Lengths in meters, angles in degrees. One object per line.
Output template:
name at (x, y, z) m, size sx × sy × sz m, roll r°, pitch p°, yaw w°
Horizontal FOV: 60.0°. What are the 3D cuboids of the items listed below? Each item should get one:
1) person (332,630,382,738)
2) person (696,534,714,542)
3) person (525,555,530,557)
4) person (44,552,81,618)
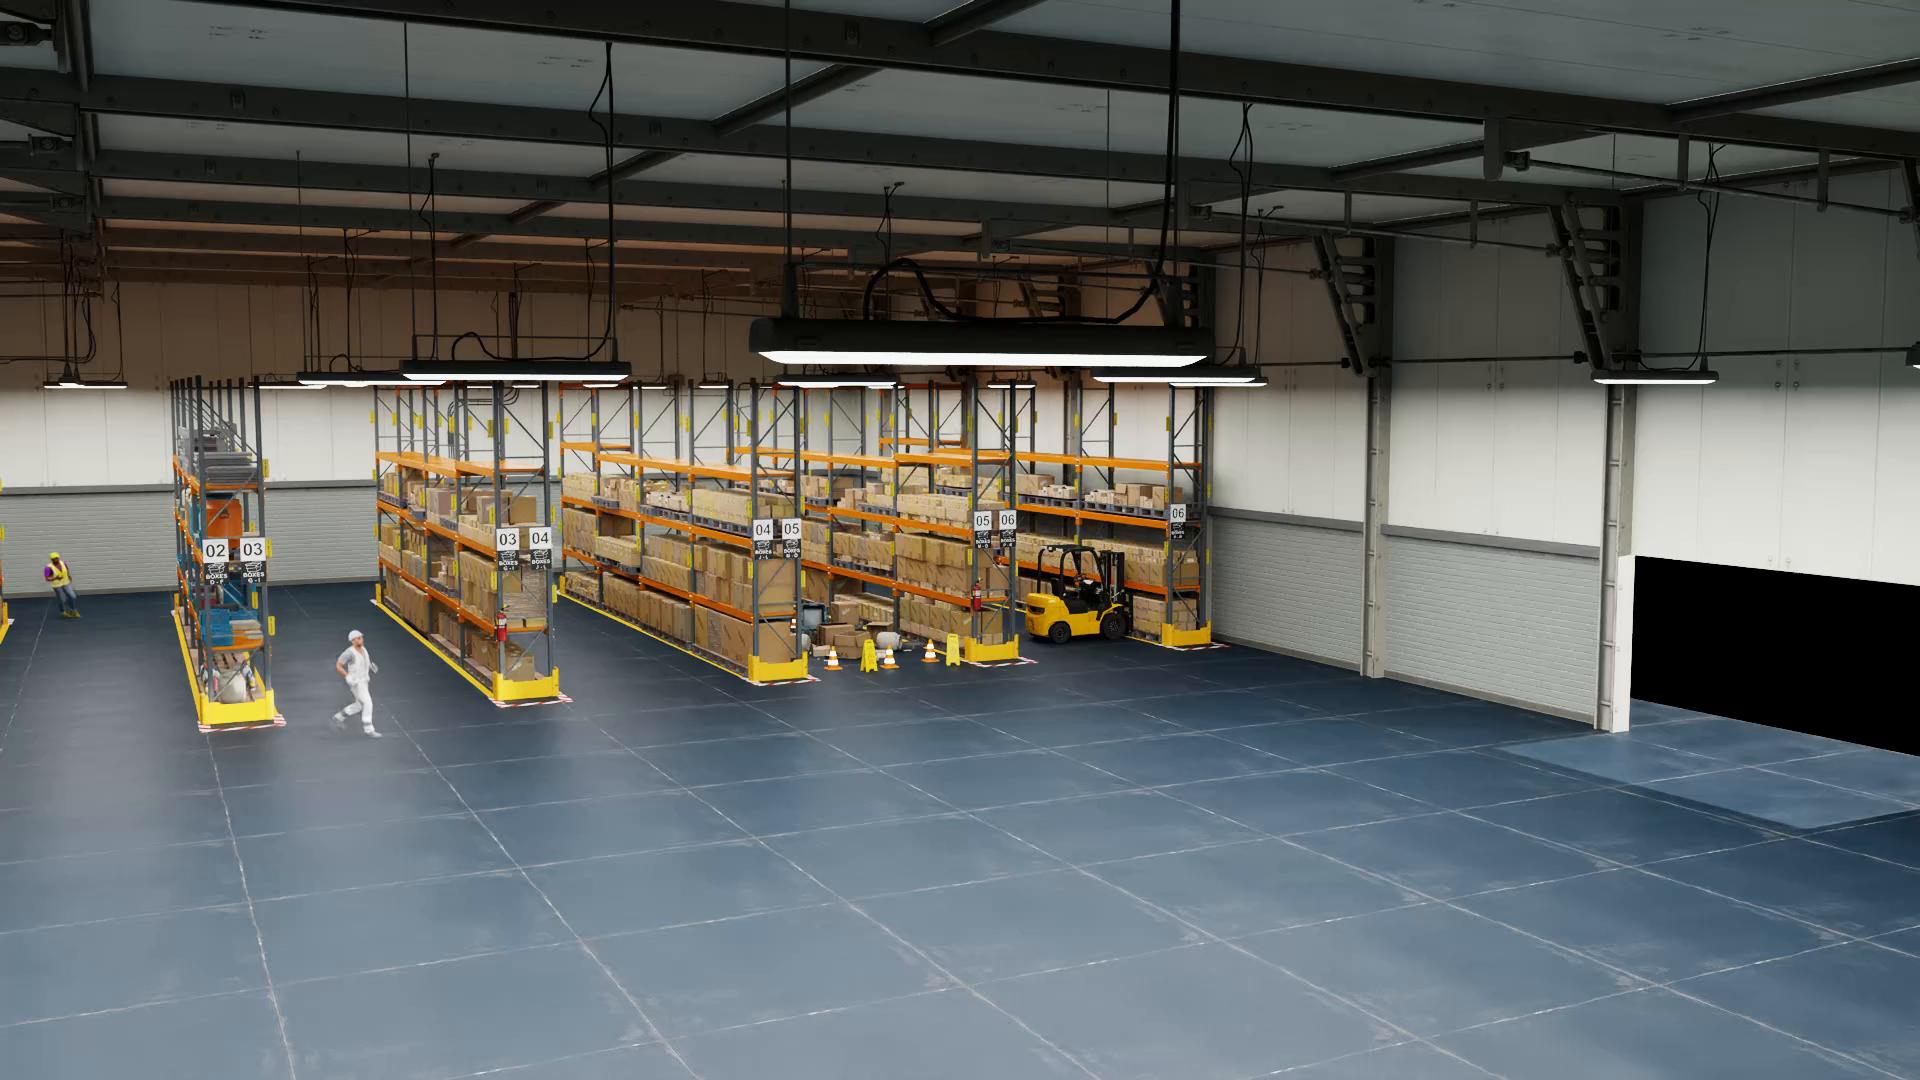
person at (-10.029, 2.384, 27.629) m, size 0.877 × 1.787 × 0.643 m, roll 1°, pitch 5°, yaw 9°
person at (-7.840, 0.360, 50.572) m, size 0.825 × 1.846 × 0.706 m, roll -2°, pitch 6°, yaw -25°
person at (-12.038, 0.826, 45.892) m, size 0.632 × 1.699 × 0.643 m, roll -1°, pitch 5°, yaw -12°
person at (-22.638, 1.156, 41.897) m, size 0.738 × 1.726 × 0.845 m, roll 3°, pitch 6°, yaw 33°
